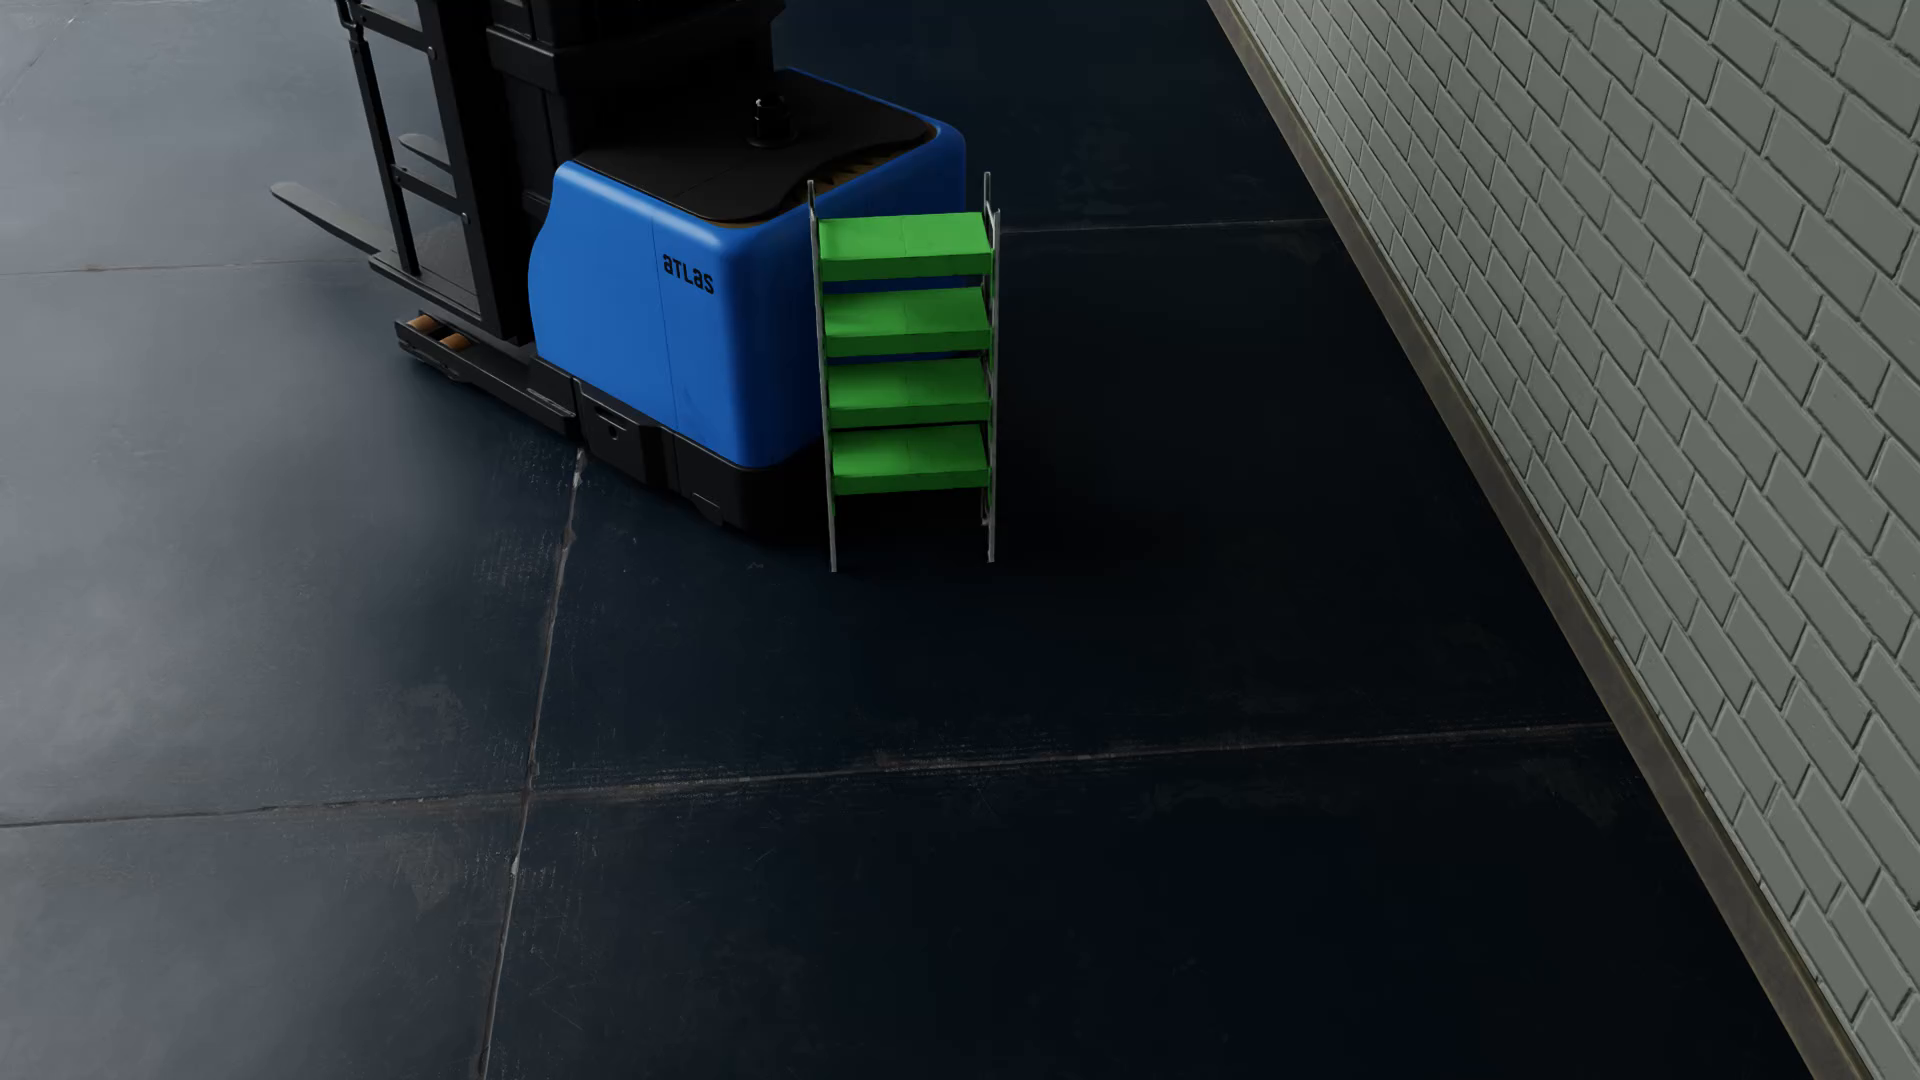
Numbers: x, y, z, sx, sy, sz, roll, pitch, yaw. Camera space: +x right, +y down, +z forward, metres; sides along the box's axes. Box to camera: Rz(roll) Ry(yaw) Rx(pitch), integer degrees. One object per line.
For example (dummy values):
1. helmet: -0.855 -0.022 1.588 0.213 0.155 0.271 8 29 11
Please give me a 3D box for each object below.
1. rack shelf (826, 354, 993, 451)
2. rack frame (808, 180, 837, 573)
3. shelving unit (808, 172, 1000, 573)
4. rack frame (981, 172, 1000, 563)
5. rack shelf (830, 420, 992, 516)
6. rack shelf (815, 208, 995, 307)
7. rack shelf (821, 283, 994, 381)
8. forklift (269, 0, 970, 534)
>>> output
1. rack shelf: -0.156 -0.408 4.902 0.480 0.148 0.258 -4 38 -5
2. rack frame: -0.399 -0.443 4.843 0.015 1.200 0.240 -4 38 -5
3. shelving unit: -0.156 -0.458 4.862 0.503 1.200 0.258 -4 38 -5
4. rack frame: 0.087 -0.474 4.882 0.015 1.200 0.240 -4 38 -5
5. rack shelf: -0.156 -0.220 5.050 0.480 0.148 0.258 -4 38 -5
6. rack shelf: -0.156 -0.785 4.604 0.480 0.148 0.258 -4 38 -5
7. rack shelf: -0.156 -0.597 4.753 0.480 0.148 0.258 -4 38 -5
8. forklift: -1.413 -1.942 5.346 3.031 2.935 1.130 28 46 31
